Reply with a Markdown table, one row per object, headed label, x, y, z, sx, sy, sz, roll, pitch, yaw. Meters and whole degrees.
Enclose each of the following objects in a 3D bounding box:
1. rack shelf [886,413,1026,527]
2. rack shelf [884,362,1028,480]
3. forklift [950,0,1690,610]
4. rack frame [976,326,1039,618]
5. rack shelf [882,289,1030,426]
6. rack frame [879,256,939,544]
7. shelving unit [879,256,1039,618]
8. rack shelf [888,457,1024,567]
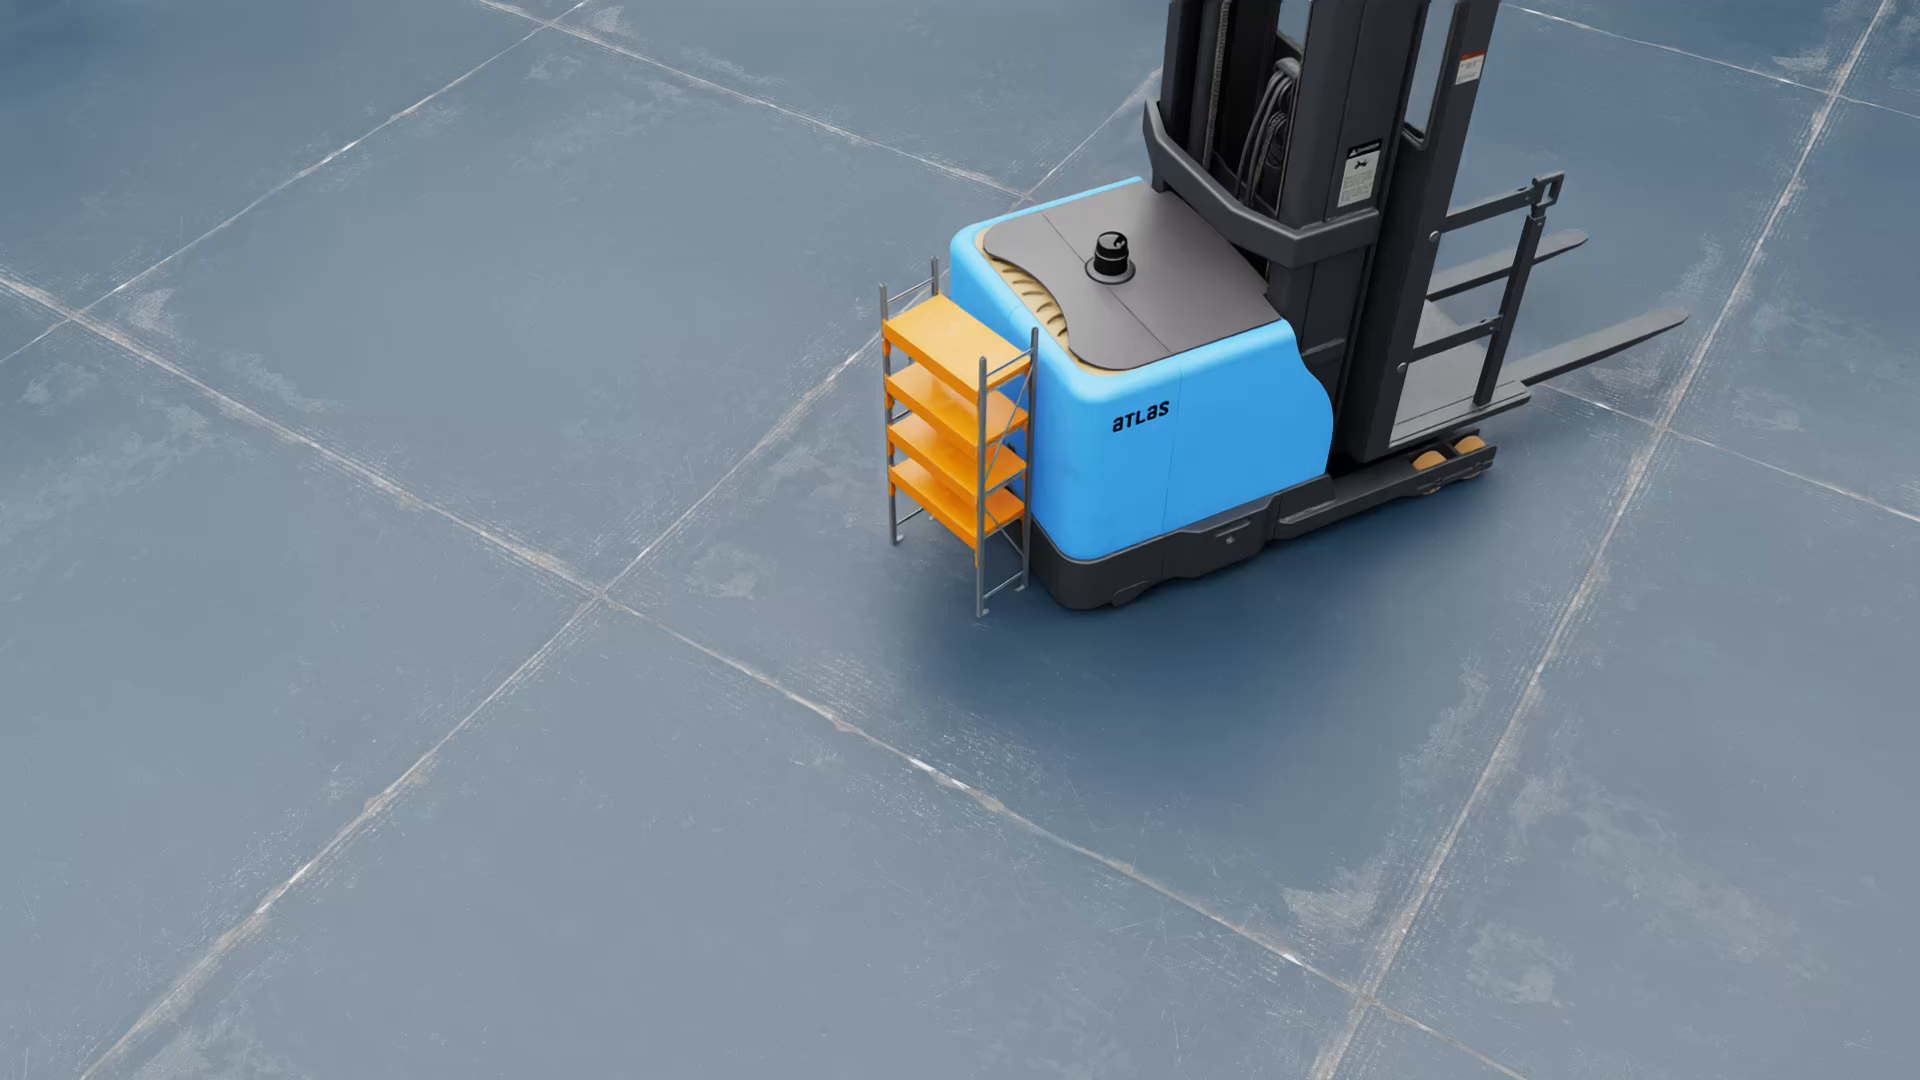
| label | x | y | z | sx | sy | sz | roll | pitch | yaw |
| --- | --- | --- | --- | --- | --- | --- | --- | --- | --- |
| rack shelf | -0.006 | -0.282 | 5.781 | 0.258 | 0.148 | 0.480 | -32 | 54 | -27 |
| rack shelf | -0.006 | -0.437 | 5.620 | 0.258 | 0.148 | 0.480 | -32 | 54 | -27 |
| forklift | 1.503 | -1.520 | 5.683 | 3.031 | 2.935 | 1.130 | -20 | 49 | -18 |
| rack frame | 0.154 | -0.196 | 5.604 | 0.240 | 1.200 | 0.015 | -32 | 54 | -27 |
| rack shelf | -0.006 | -0.602 | 5.451 | 0.258 | 0.148 | 0.480 | -32 | 54 | -27 |
| rack frame | -0.166 | -0.461 | 5.861 | 0.240 | 1.200 | 0.015 | -32 | 54 | -27 |
| shelving unit | -0.006 | -0.328 | 5.733 | 0.258 | 1.200 | 0.503 | -32 | 54 | -27 |
| rack shelf | -0.006 | -0.143 | 5.923 | 0.258 | 0.148 | 0.480 | -32 | 54 | -27 |
